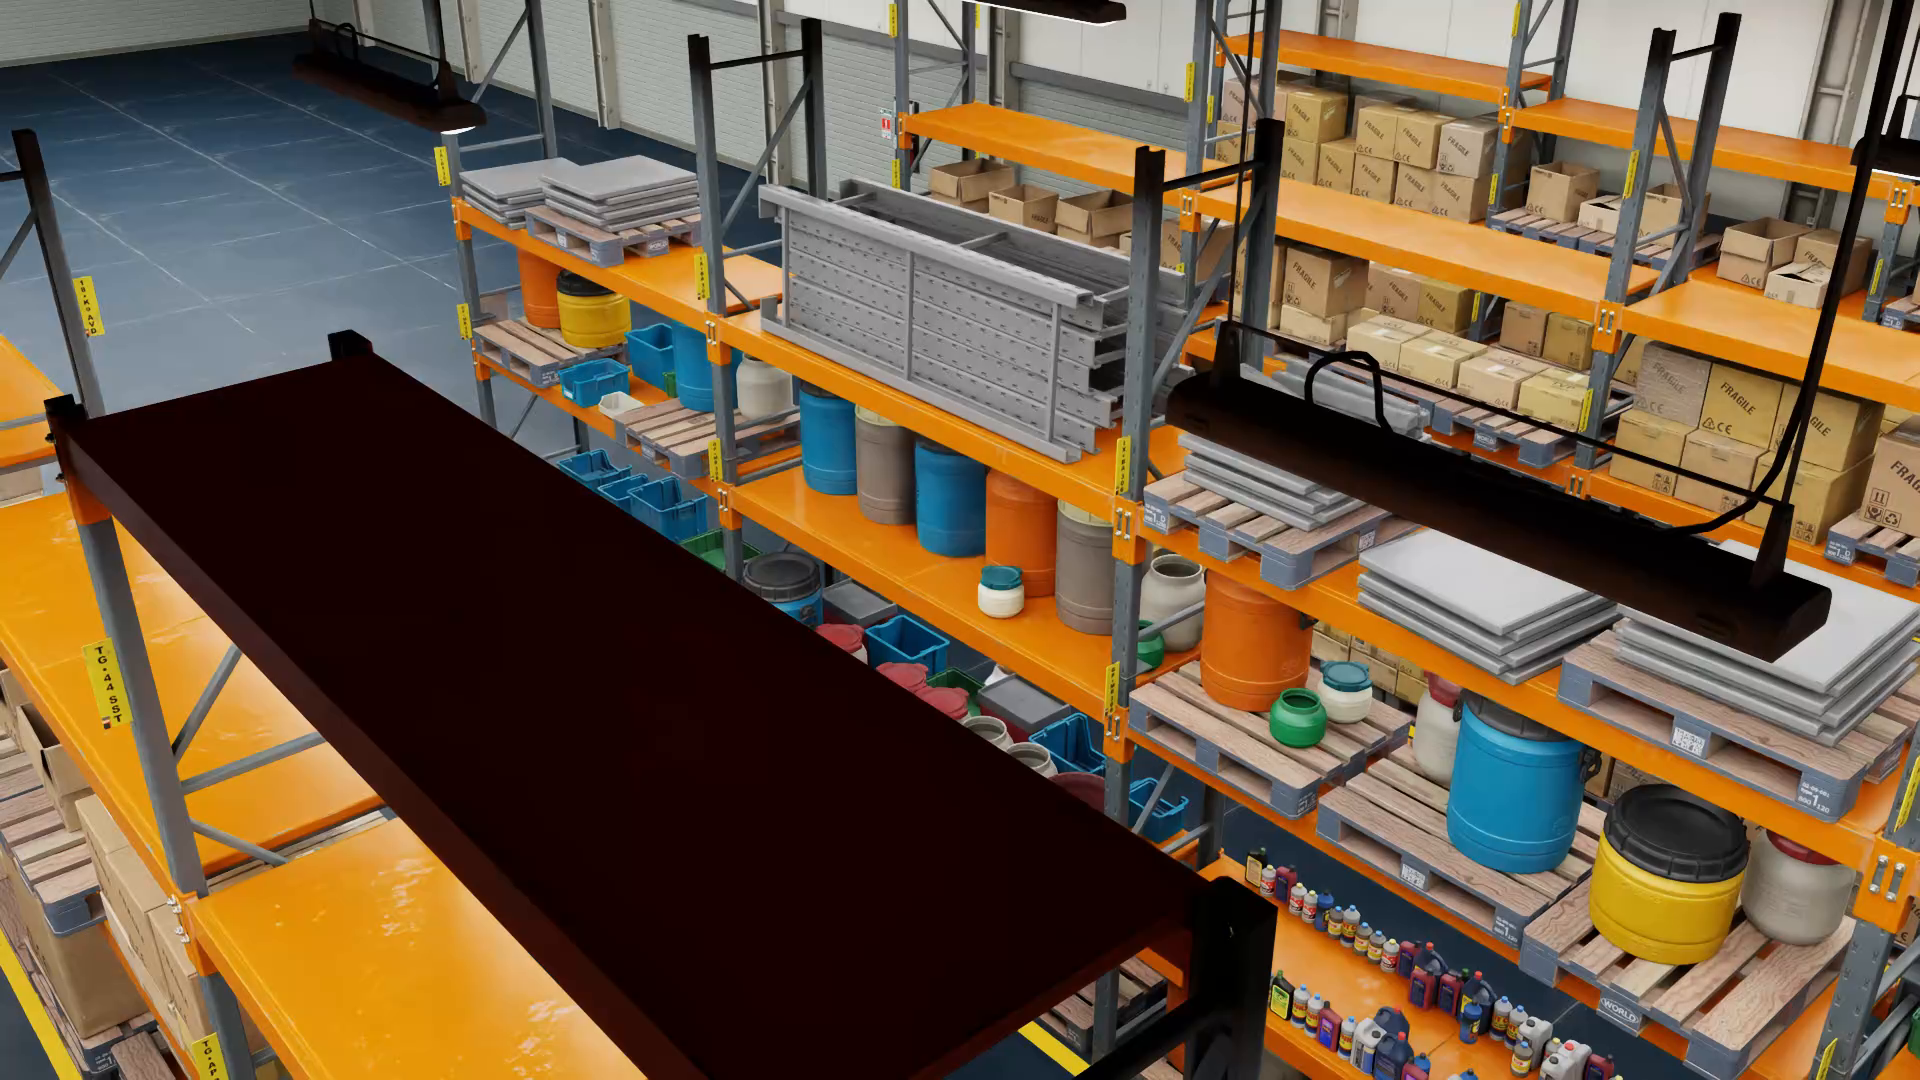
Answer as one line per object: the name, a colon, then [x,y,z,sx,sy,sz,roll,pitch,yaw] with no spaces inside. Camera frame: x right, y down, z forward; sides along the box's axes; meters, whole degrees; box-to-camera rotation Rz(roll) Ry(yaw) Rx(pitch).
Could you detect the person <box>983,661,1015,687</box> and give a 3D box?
person: [0.311,1.497,12.654,0.558,1.775,0.618,13,30,24]
